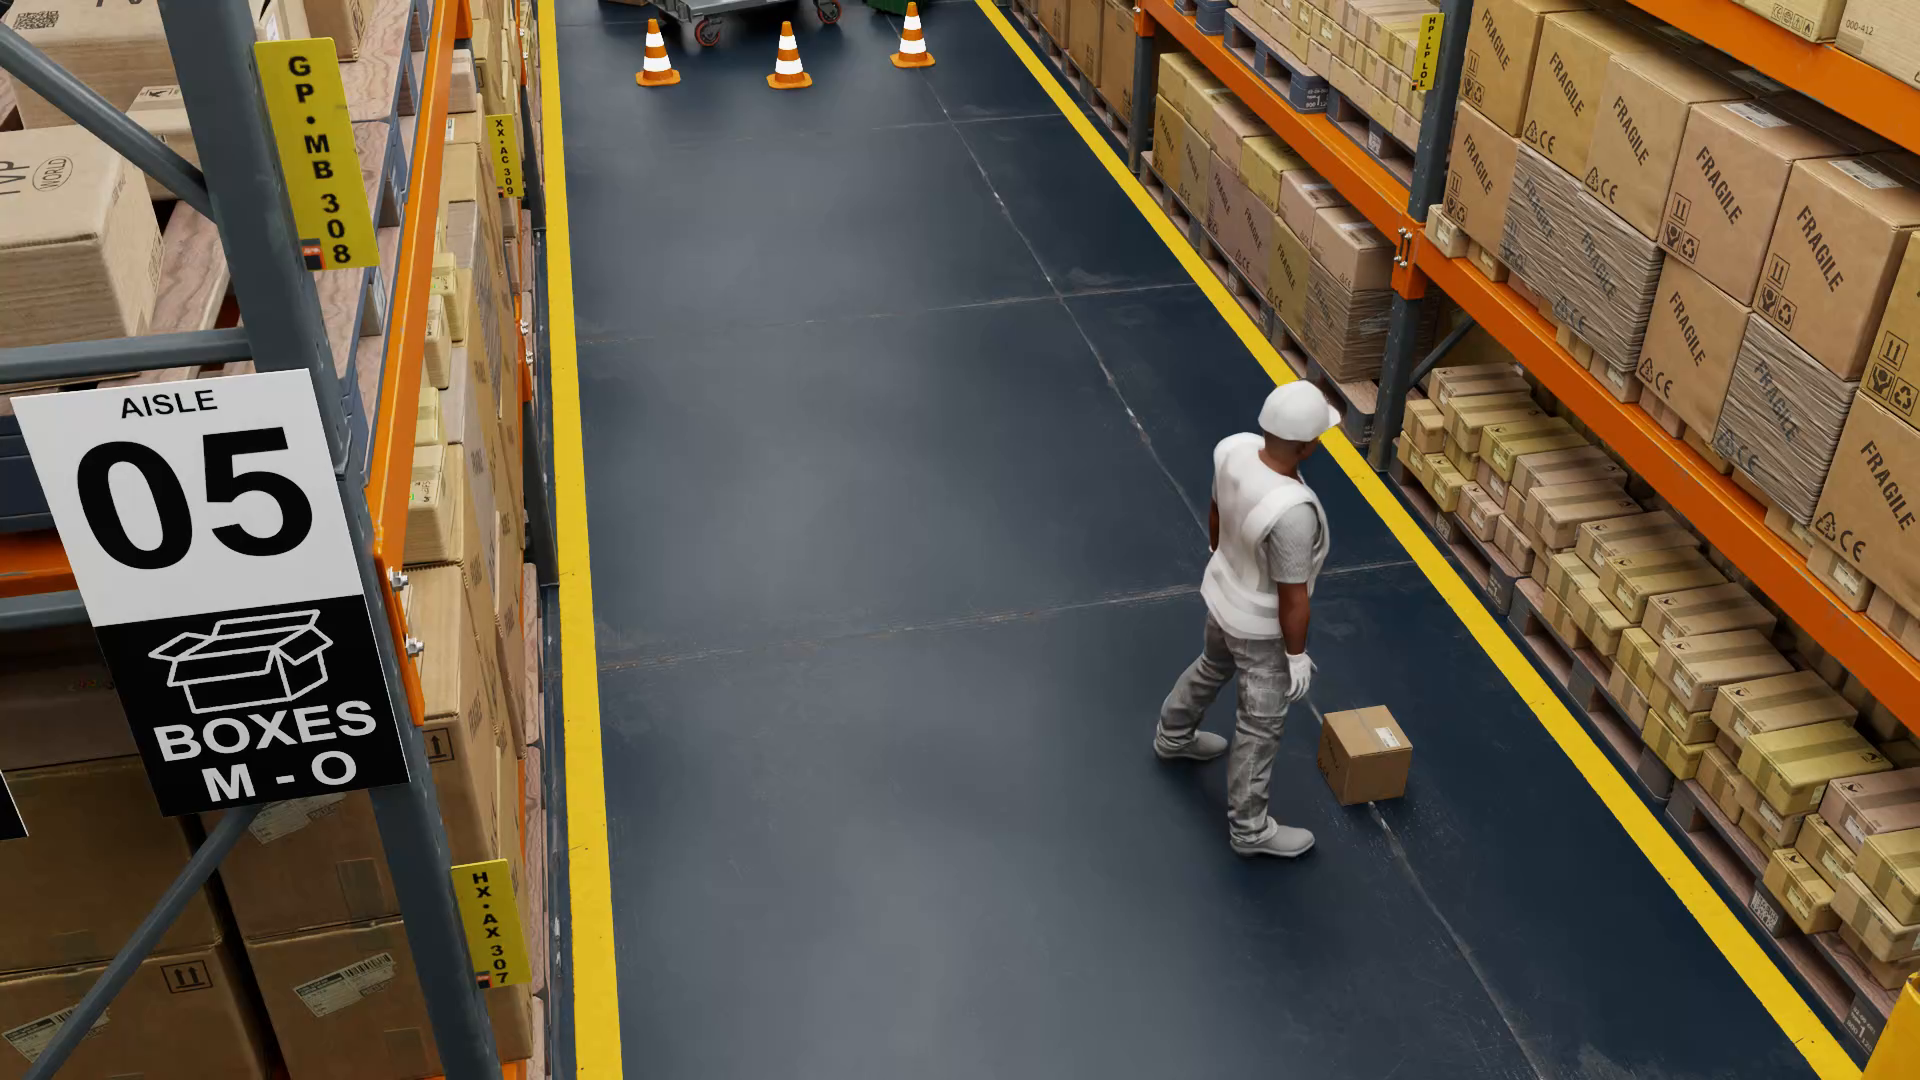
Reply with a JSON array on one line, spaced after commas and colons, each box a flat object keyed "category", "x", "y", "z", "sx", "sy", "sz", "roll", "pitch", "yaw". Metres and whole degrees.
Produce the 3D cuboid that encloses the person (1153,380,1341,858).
[{"category": "person", "x": 1.017, "y": 0.244, "z": 5.772, "sx": 0.428, "sy": 1.788, "sz": 0.708, "roll": -7, "pitch": 35, "yaw": -10}]
